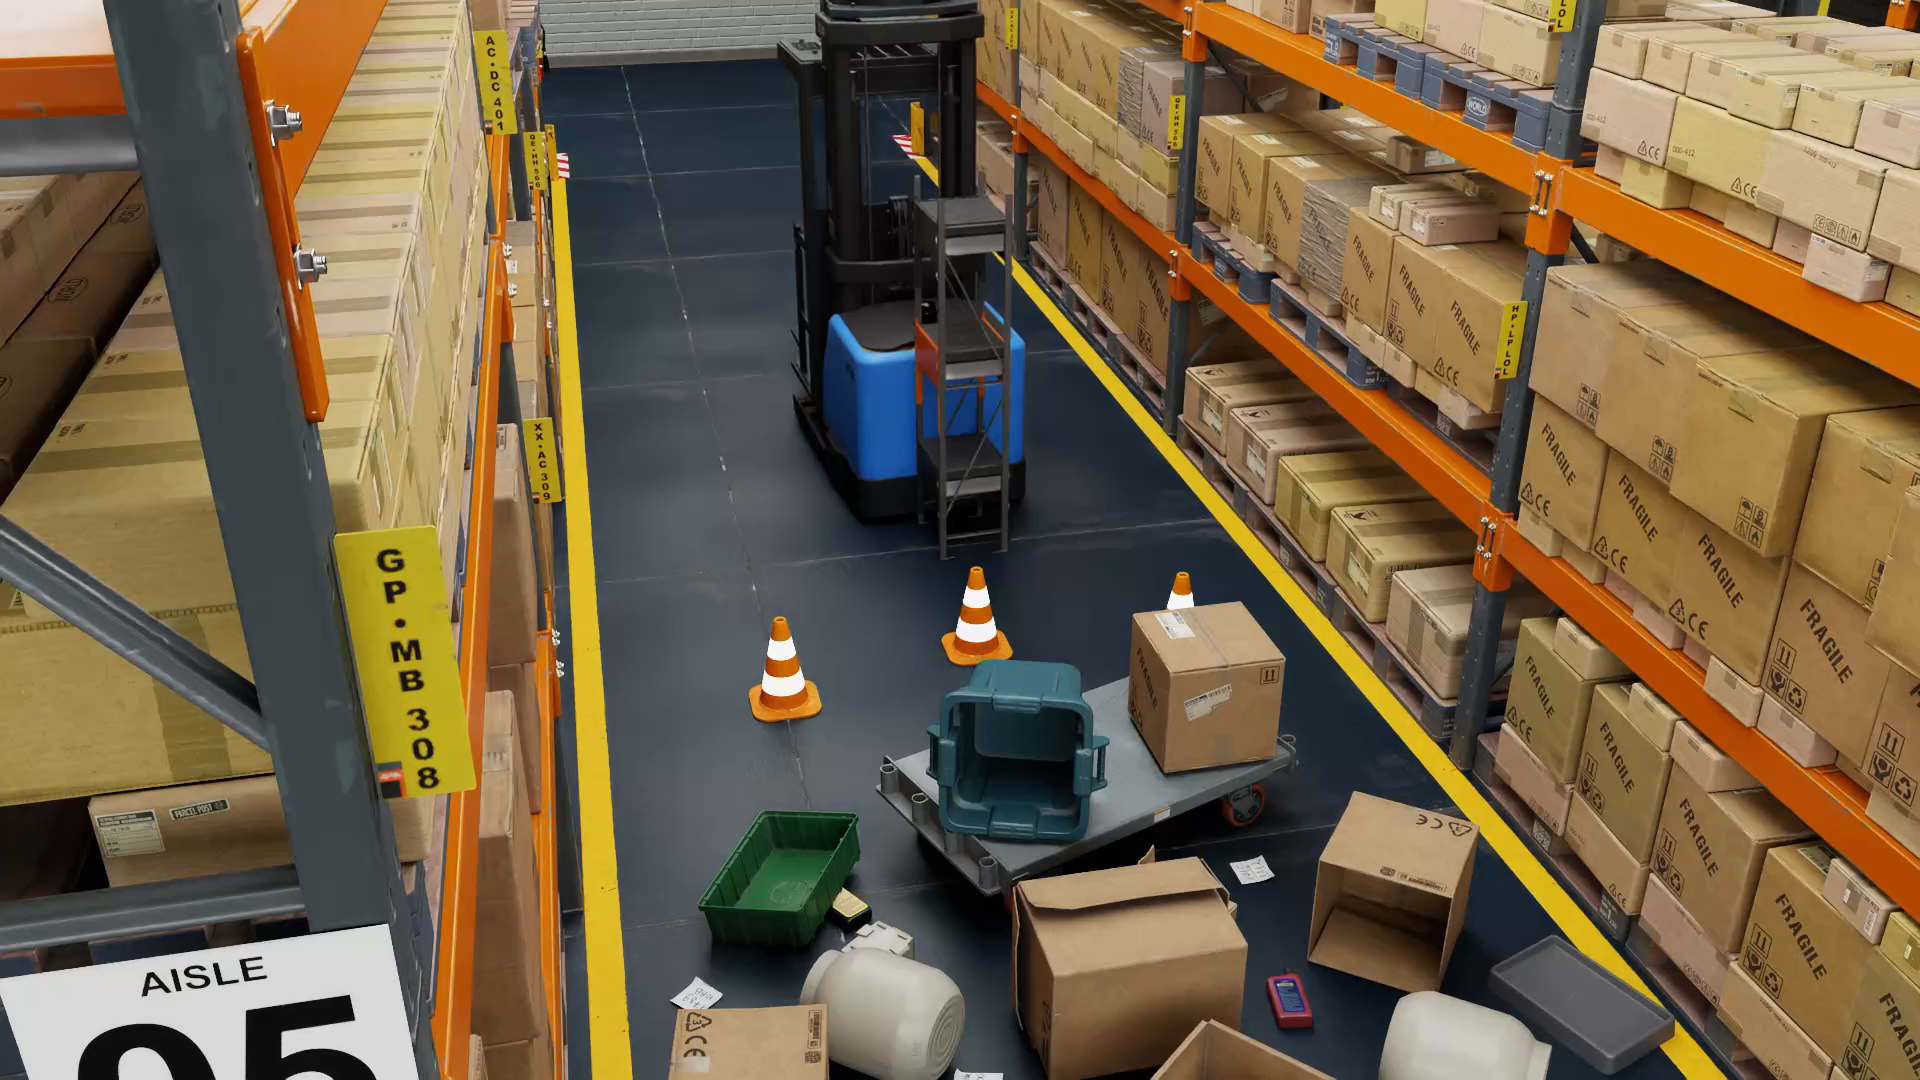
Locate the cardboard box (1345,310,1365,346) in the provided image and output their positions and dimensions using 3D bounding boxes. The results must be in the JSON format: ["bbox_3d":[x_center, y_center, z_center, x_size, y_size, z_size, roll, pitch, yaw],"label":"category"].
[{"bbox_3d":[2.170,-1.072,8.357,0.380,0.149,0.250,-6,27,-12],"label":"cardboard box"}]

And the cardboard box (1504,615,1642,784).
[{"bbox_3d":[2.640,0.643,6.901,0.500,0.500,0.500,-5,27,-9],"label":"cardboard box"}]

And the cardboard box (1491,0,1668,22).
[{"bbox_3d":[2.516,-2.273,6.742,0.500,0.250,0.500,-5,27,-10],"label":"cardboard box"}]

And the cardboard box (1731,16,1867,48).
[{"bbox_3d":[3.055,-1.815,6.082,0.380,0.149,0.250,-5,27,-11],"label":"cardboard box"}]

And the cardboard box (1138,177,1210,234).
[{"bbox_3d":[1.502,-2.234,11.013,0.500,0.250,0.500,-7,28,-13],"label":"cardboard box"}]

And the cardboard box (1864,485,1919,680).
[{"bbox_3d":[3.022,0.145,4.584,0.700,0.500,0.500,-6,27,-12],"label":"cardboard box"}]

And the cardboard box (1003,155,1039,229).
[{"bbox_3d":[0.931,-3.191,15.121,0.875,0.438,0.875,-6,27,-12],"label":"cardboard box"}]

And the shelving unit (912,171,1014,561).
[{"bbox_3d":[0.011,-0.949,9.299,0.431,2.100,0.503,-8,28,-15],"label":"shelving unit"}]

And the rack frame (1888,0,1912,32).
[{"bbox_3d":[6.704,-2.611,11.594,1.000,3.000,0.127,-6,27,-12],"label":"rack frame"}]

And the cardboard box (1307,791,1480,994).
[{"bbox_3d":[1.686,1.374,6.470,0.500,0.500,0.500,13,30,24],"label":"cardboard box"}]

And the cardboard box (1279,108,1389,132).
[{"bbox_3d":[2.242,-2.299,10.068,0.500,0.500,0.500,-7,28,-13],"label":"cardboard box"}]

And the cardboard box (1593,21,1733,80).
[{"bbox_3d":[2.523,-1.761,5.974,0.380,0.149,0.250,-6,27,-13],"label":"cardboard box"}]

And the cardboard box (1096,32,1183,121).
[{"bbox_3d":[1.269,-3.240,11.619,0.500,0.500,0.500,-6,27,-12],"label":"cardboard box"}]

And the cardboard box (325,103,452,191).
[{"bbox_3d":[-1.294,-0.822,3.538,0.380,0.149,0.250,-6,27,-11],"label":"cardboard box"}]

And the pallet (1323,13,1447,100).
[{"bbox_3d":[2.498,-2.341,7.939,1.213,0.211,1.003,-6,27,-12],"label":"pallet"}]

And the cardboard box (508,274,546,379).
[{"bbox_3d":[-2.344,-0.994,8.279,0.500,0.500,0.500,-6,27,-12],"label":"cardboard box"}]

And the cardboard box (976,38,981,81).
[{"bbox_3d":[0.365,-4.528,15.281,0.500,0.500,0.500,-6,27,-12],"label":"cardboard box"}]

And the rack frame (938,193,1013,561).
[{"bbox_3d":[0.080,-0.843,9.090,0.400,2.100,0.015,-8,28,-15],"label":"rack frame"}]

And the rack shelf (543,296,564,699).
[{"bbox_3d":[-2.480,-0.359,7.931,1.077,0.370,4.000,-6,27,-12],"label":"rack shelf"}]

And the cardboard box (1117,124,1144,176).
[{"bbox_3d":[1.393,-2.673,11.328,0.500,0.250,0.500,-7,28,-13],"label":"cardboard box"}]

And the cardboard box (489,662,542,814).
[{"bbox_3d":[-1.789,0.531,5.203,0.875,0.550,0.550,-6,27,-12],"label":"cardboard box"}]

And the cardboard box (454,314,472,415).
[{"bbox_3d":[-1.235,-0.354,3.495,0.380,0.149,0.250,-6,27,-11],"label":"cardboard box"}]

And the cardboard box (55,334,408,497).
[{"bbox_3d":[-0.949,-0.150,2.206,0.380,0.149,0.250,-6,27,-11],"label":"cardboard box"}]

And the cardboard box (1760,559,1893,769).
[{"bbox_3d":[2.968,0.354,5.278,0.500,0.500,0.500,-6,27,-11],"label":"cardboard box"}]

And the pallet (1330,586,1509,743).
[{"bbox_3d":[2.594,0.554,8.418,1.003,0.211,1.213,-6,27,-12],"label":"pallet"}]

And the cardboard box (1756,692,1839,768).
[{"bbox_3d":[2.892,0.604,5.503,0.380,0.149,0.250,-6,27,-12],"label":"cardboard box"}]

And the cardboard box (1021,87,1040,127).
[{"bbox_3d":[0.810,-3.574,13.669,0.500,0.250,0.500,-7,28,-13],"label":"cardboard box"}]

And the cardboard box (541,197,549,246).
[{"bbox_3d":[-3.418,-2.419,12.690,0.500,0.250,0.500,-7,28,-13],"label":"cardboard box"}]

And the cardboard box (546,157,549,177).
[{"bbox_3d":[-4.255,-3.672,16.395,0.380,0.149,0.250,-5,27,-10],"label":"cardboard box"}]

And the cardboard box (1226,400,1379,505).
[{"bbox_3d":[2.161,-0.547,9.956,0.950,0.372,0.625,-6,27,-13],"label":"cardboard box"}]

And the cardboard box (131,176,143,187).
[{"bbox_3d":[-1.963,-0.753,3.844,0.500,0.250,0.500,-6,27,-12],"label":"cardboard box"}]

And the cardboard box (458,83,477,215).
[{"bbox_3d":[-1.555,-1.027,4.386,0.500,0.250,0.500,-6,27,-12],"label":"cardboard box"}]

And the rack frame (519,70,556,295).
[{"bbox_3d":[-3.832,-3.314,12.987,1.000,3.000,0.127,-6,27,-12],"label":"rack frame"}]

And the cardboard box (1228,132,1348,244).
[{"bbox_3d":[1.869,-2.021,9.518,0.500,0.500,0.500,-5,27,-9],"label":"cardboard box"}]

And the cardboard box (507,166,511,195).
[{"bbox_3d":[-2.847,-2.124,9.781,0.380,0.149,0.250,-6,27,-12],"label":"cardboard box"}]

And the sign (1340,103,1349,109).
[{"bbox_3d":[2.396,-2.646,10.466,0.100,0.325,0.005,-6,27,-12],"label":"sign"}]

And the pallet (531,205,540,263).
[{"bbox_3d":[-3.195,-1.775,10.150,1.213,0.211,1.003,-6,27,-12],"label":"pallet"}]

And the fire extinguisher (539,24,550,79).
[{"bbox_3d":[-4.341,-5.027,16.880,0.296,0.674,0.183,-6,27,-12],"label":"fire extinguisher"}]

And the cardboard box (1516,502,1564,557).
[{"bbox_3d":[2.529,-0.066,6.831,0.380,0.149,0.250,-6,27,-12],"label":"cardboard box"}]

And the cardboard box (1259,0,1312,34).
[{"bbox_3d":[2.073,-3.072,9.067,0.700,0.500,0.500,-6,27,-12],"label":"cardboard box"}]

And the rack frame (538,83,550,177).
[{"bbox_3d":[-4.734,-5.070,16.466,1.000,3.000,0.127,-6,27,-12],"label":"rack frame"}]

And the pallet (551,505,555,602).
[{"bbox_3d":[-2.827,0.040,9.436,1.003,0.211,1.213,-6,27,-12],"label":"pallet"}]

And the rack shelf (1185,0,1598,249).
[{"bbox_3d":[2.320,-2.245,8.339,1.077,0.370,4.000,-6,27,-12],"label":"rack shelf"}]

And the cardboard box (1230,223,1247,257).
[{"bbox_3d":[1.809,-1.767,9.734,0.380,0.149,0.250,-8,28,-15],"label":"cardboard box"}]

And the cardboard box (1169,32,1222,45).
[{"bbox_3d":[1.773,-3.283,11.705,0.500,0.500,0.500,-5,27,-10],"label":"cardboard box"}]

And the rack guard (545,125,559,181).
[{"bbox_3d":[-4.717,-3.921,16.963,1.175,0.500,0.348,-6,27,-12],"label":"rack guard"}]

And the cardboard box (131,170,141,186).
[{"bbox_3d":[-1.990,-0.864,3.621,0.380,0.149,0.250,-6,27,-12],"label":"cardboard box"}]

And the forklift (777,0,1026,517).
[{"bbox_3d":[-0.506,-2.087,10.632,1.130,2.935,3.031,-8,28,-15],"label":"forklift"}]

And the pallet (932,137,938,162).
[{"bbox_3d":[0.323,-4.029,17.499,1.003,0.211,1.213,-6,27,-12],"label":"pallet"}]

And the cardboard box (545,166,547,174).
[{"bbox_3d":[-4.089,-3.461,15.646,0.380,0.149,0.250,-6,27,-11],"label":"cardboard box"}]

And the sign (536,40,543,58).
[{"bbox_3d":[-3.292,-3.889,12.841,0.100,0.325,0.005,-6,27,-12],"label":"sign"}]

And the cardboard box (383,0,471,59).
[{"bbox_3d":[-1.636,-1.489,4.859,0.380,0.149,0.250,-6,27,-12],"label":"cardboard box"}]

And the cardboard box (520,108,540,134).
[{"bbox_3d":[-3.577,-3.360,13.356,0.380,0.149,0.250,-5,27,-10],"label":"cardboard box"}]

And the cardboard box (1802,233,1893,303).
[{"bbox_3d":[2.807,-0.839,5.034,0.380,0.149,0.250,-6,28,-13],"label":"cardboard box"}]

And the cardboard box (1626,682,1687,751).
[{"bbox_3d":[2.728,0.639,6.188,0.380,0.149,0.250,-5,27,-10],"label":"cardboard box"}]

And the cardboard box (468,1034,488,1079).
[{"bbox_3d":[-1.174,1.238,2.603,0.875,0.550,0.550,-6,27,-12],"label":"cardboard box"}]

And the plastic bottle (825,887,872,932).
[{"bbox_3d":[-0.497,1.478,6.754,0.133,0.061,0.283,-23,35,-38],"label":"plastic bottle"}]

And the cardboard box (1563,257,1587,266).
[{"bbox_3d":[2.944,-0.949,7.394,0.500,0.500,0.500,-5,27,-10],"label":"cardboard box"}]

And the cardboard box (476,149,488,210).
[{"bbox_3d":[-1.579,-1.023,4.821,0.380,0.149,0.250,-6,27,-11],"label":"cardboard box"}]
